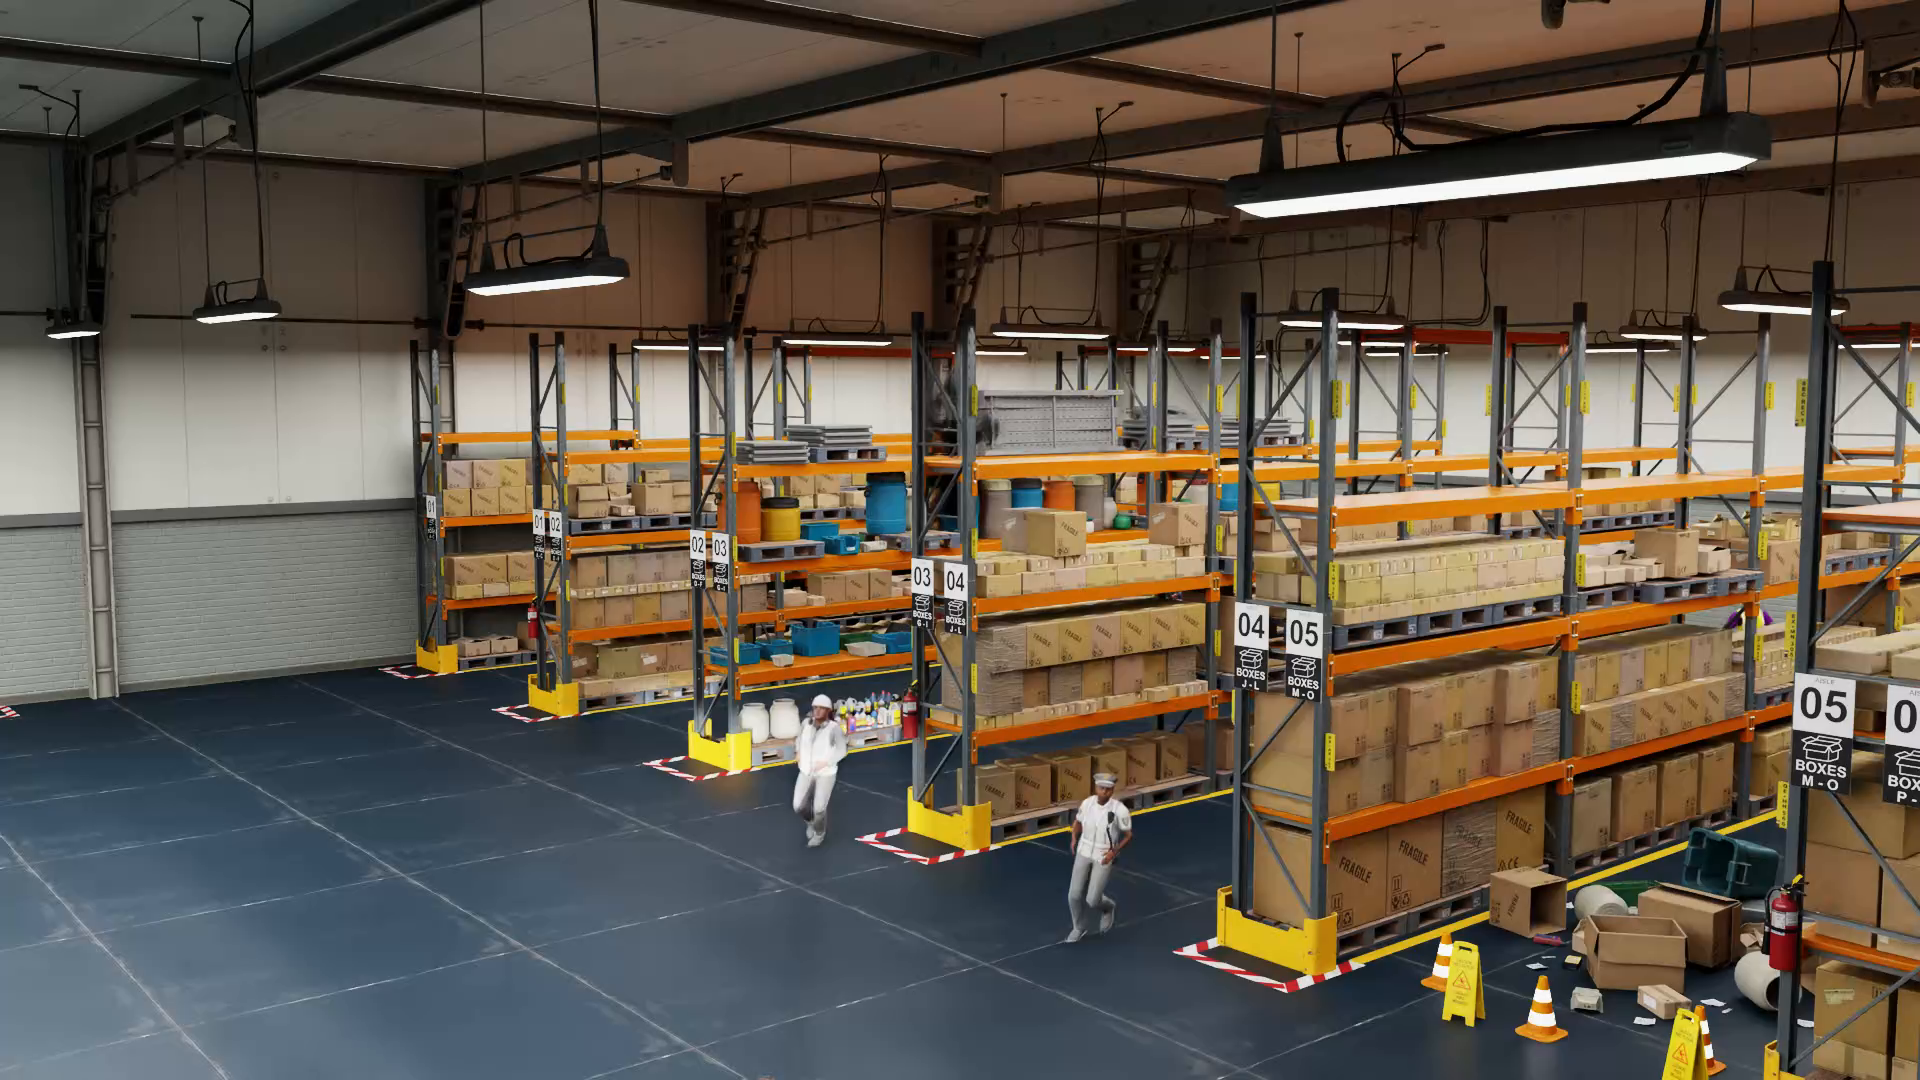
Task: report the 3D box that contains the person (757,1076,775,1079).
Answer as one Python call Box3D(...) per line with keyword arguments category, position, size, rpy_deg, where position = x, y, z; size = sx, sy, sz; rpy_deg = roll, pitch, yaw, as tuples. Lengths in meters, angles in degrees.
Box3D(category="person", position=(-0.993, 3.554, 8.514), size=(0.589, 1.642, 0.881), rpy_deg=(0, 5, -3))

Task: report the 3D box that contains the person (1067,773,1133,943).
Box3D(category="person", position=(1.289, 2.941, 15.461), size=(0.578, 1.624, 0.513), rpy_deg=(3, 6, 30))

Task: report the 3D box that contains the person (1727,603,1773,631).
Box3D(category="person", position=(13.267, 1.747, 27.802), size=(0.729, 1.709, 0.568), rpy_deg=(0, 5, -1))

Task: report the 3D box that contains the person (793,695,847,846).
Box3D(category="person", position=(-1.587, 2.588, 18.592), size=(0.671, 1.738, 0.533), rpy_deg=(2, 6, 20))
